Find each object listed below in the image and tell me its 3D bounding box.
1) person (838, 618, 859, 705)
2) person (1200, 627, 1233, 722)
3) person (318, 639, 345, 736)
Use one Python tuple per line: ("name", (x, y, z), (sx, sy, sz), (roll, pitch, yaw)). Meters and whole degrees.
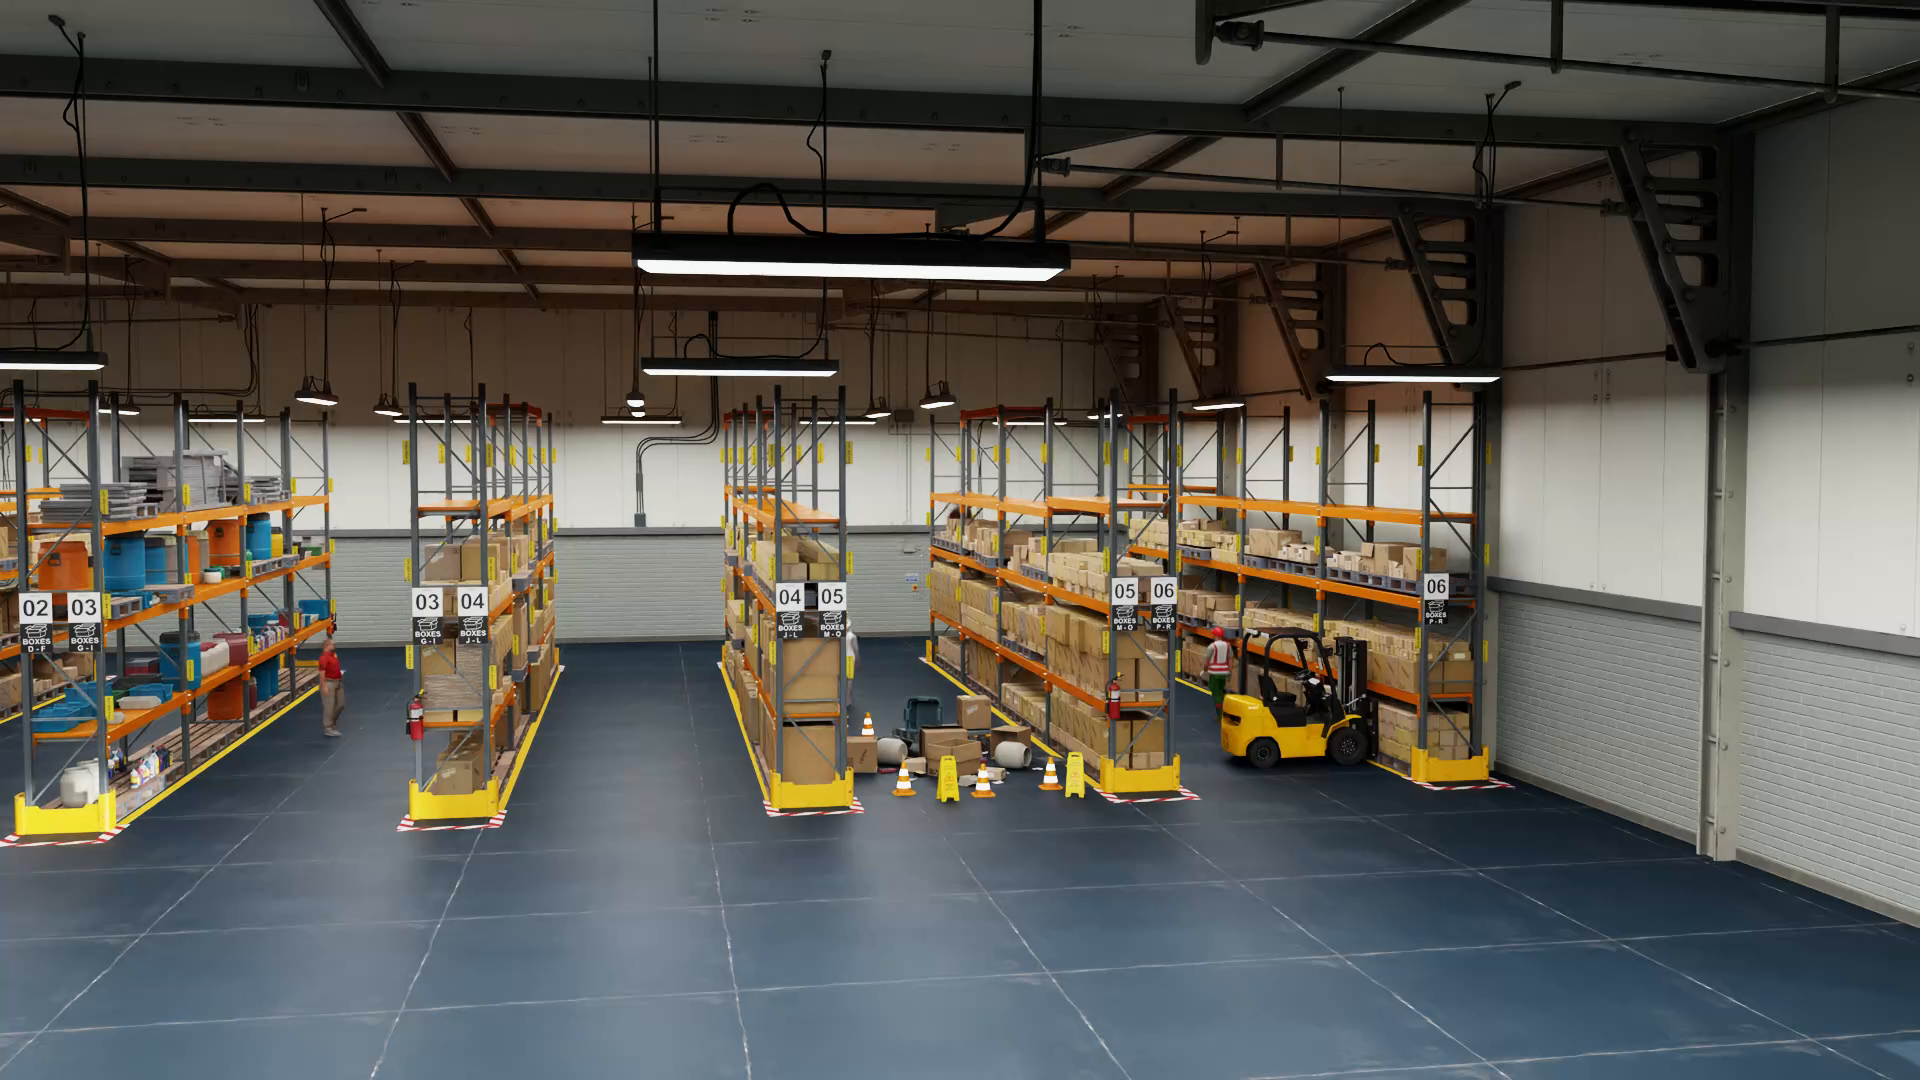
("person", (-2.311, 2.413, 33.257), (0.599, 1.762, 0.472), (0, 3, -5))
("person", (4.823, 2.526, 31.118), (0.556, 1.822, 0.542), (-1, 3, -23))
("person", (-11.284, 2.644, 29.844), (0.493, 1.751, 0.611), (1, 3, 12))
